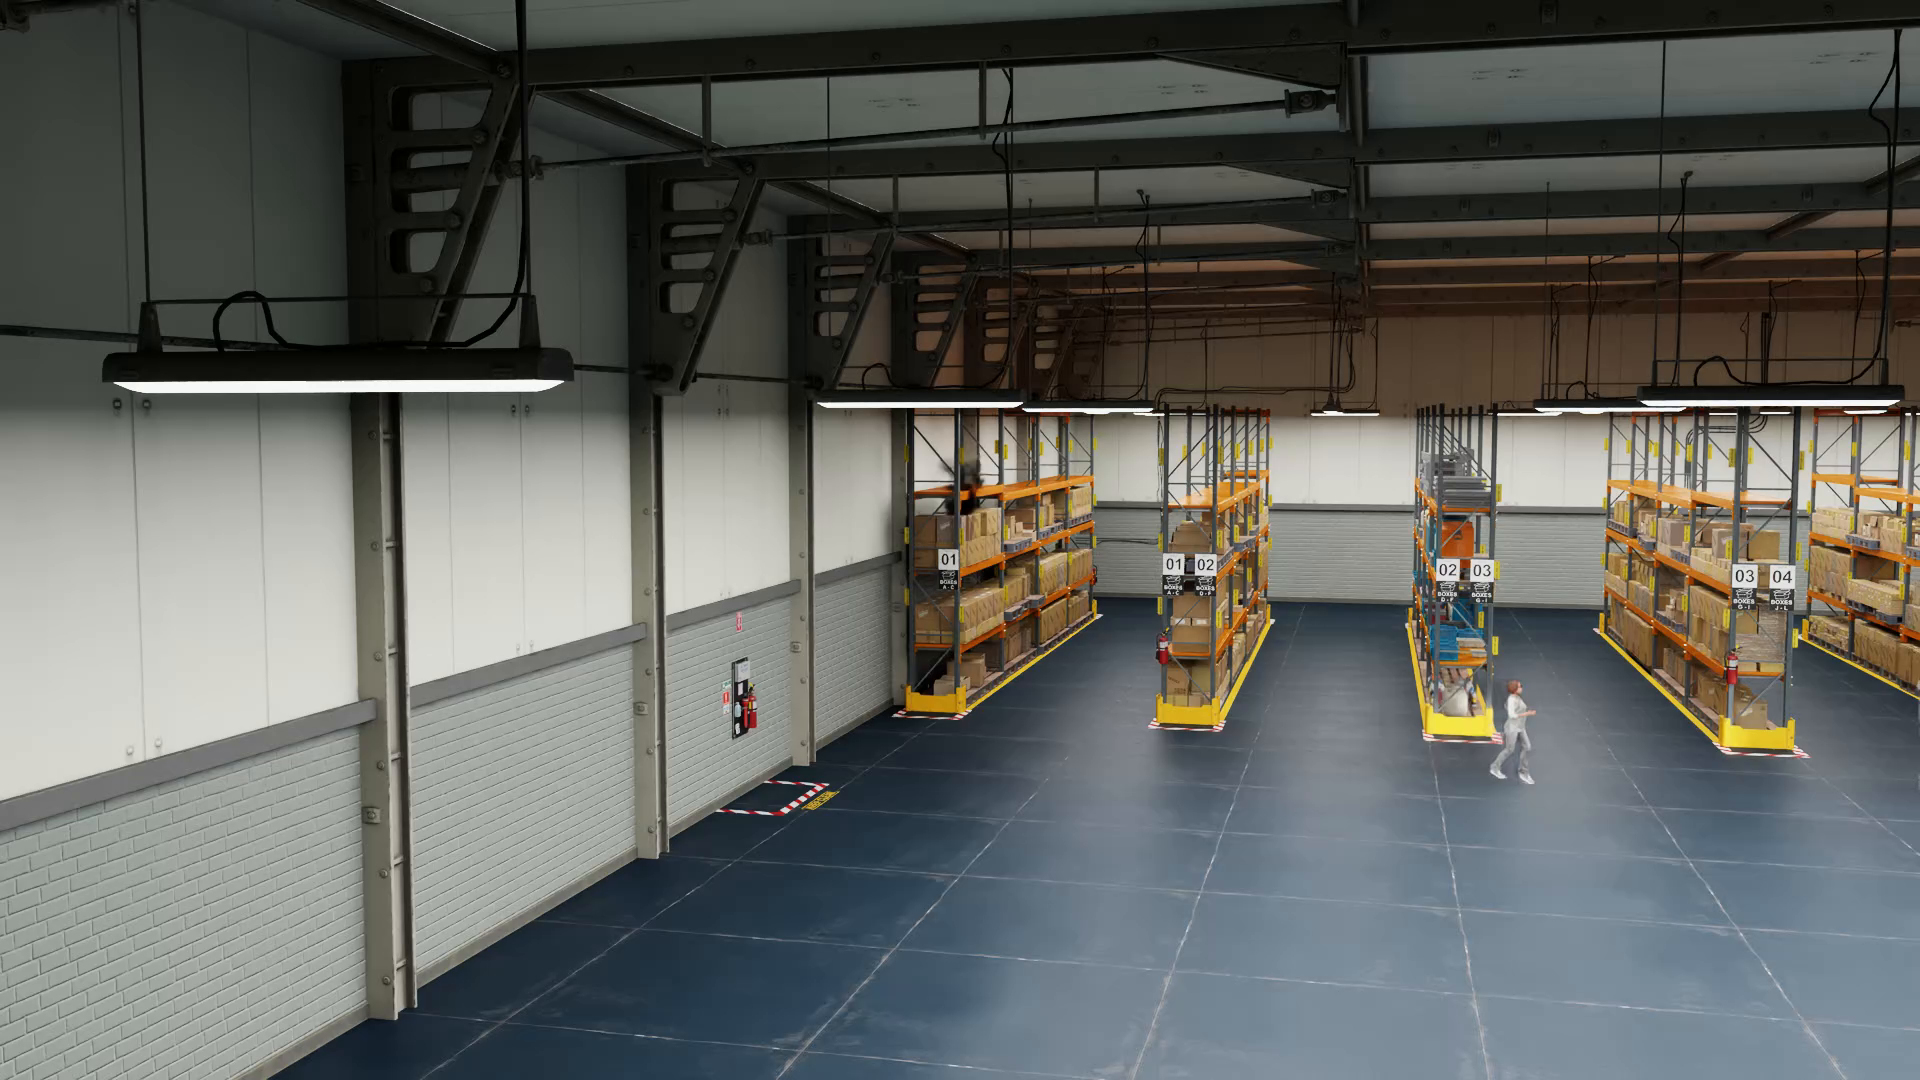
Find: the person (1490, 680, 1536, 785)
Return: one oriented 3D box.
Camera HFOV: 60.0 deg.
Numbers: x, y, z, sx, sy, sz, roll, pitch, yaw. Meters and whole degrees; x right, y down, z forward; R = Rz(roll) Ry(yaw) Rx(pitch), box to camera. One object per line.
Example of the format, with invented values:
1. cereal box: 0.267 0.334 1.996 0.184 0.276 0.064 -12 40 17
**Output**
1. person: 8.693 3.010 26.110 0.702 1.629 0.517 3 5 39
